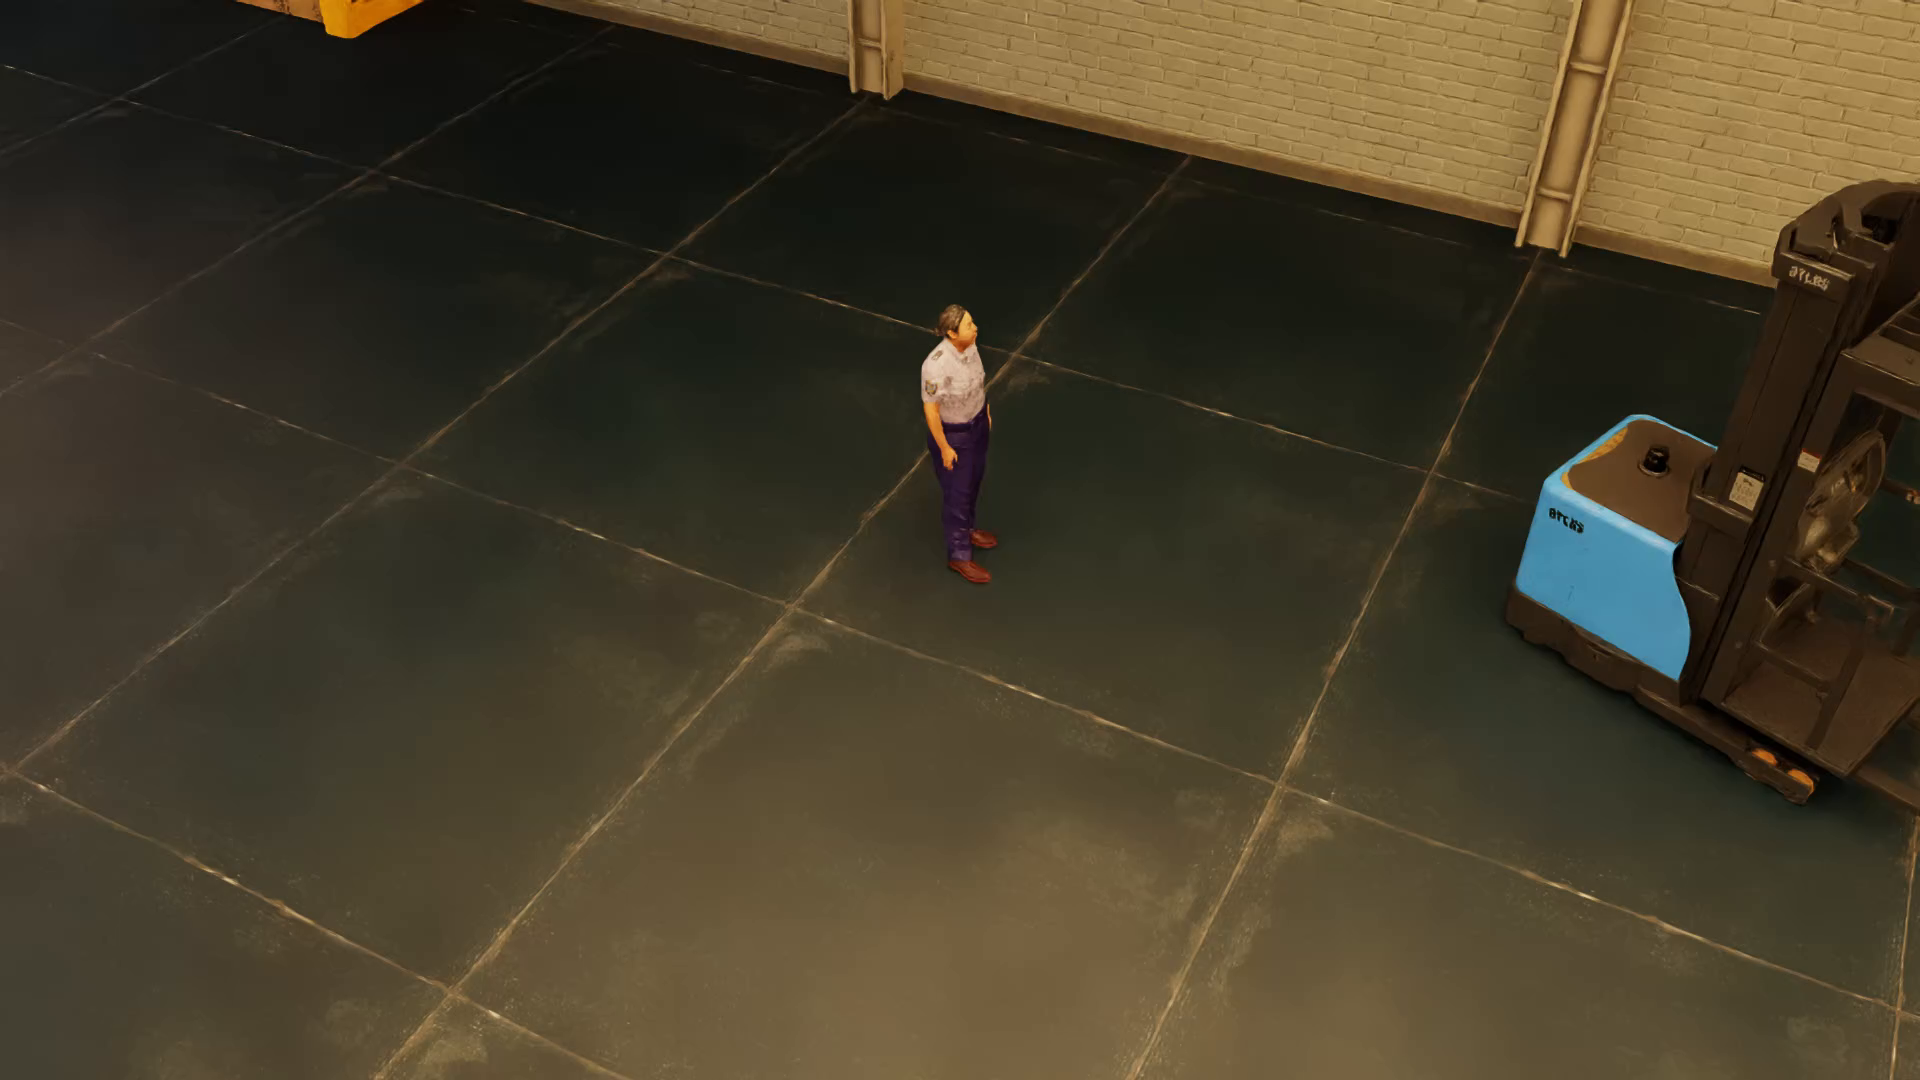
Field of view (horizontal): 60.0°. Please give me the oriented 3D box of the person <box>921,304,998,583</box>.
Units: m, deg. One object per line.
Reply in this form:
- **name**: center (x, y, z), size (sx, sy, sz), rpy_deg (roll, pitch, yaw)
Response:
- **person**: center (0.069, -0.596, 9.679), size (0.502, 1.650, 0.599), rpy_deg (18, 43, 21)

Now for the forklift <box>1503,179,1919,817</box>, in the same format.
- **forklift**: center (4.515, -0.137, 8.150), size (1.130, 2.935, 3.031), rpy_deg (-31, 49, -31)
